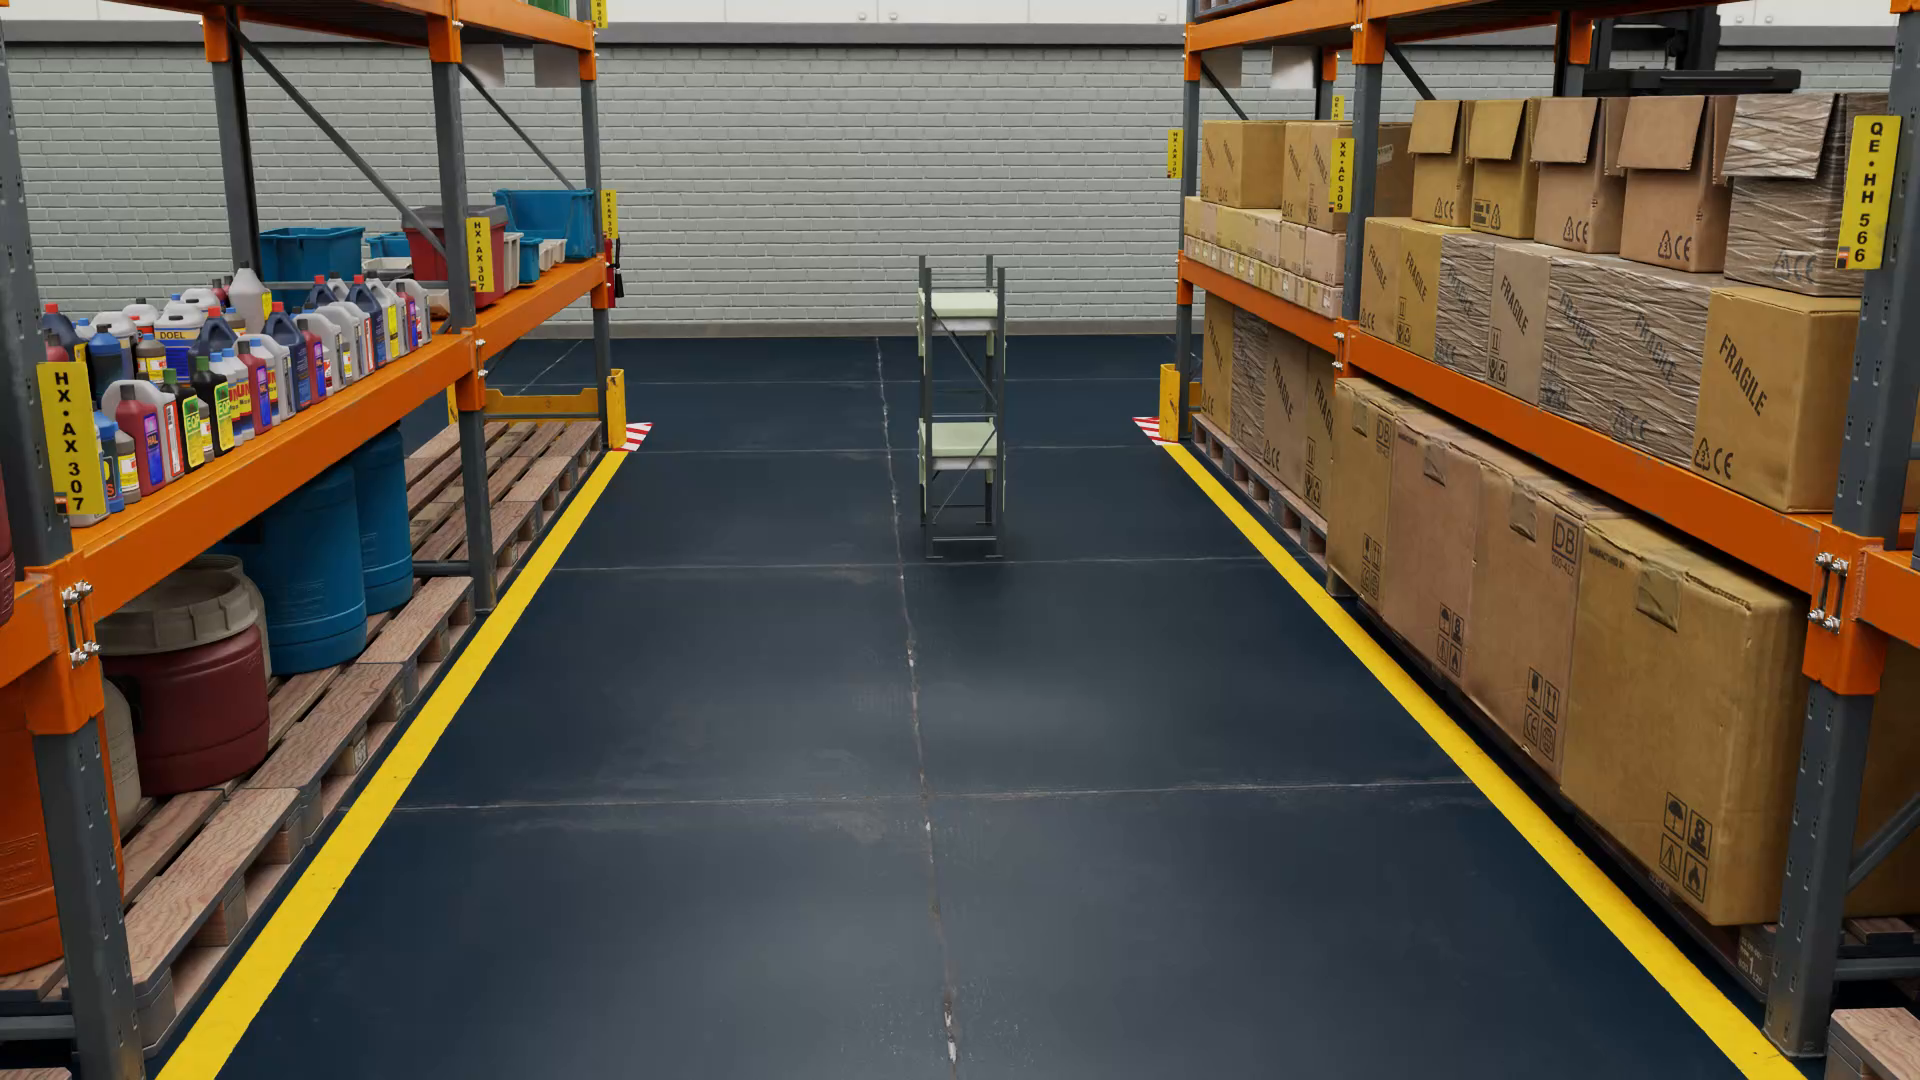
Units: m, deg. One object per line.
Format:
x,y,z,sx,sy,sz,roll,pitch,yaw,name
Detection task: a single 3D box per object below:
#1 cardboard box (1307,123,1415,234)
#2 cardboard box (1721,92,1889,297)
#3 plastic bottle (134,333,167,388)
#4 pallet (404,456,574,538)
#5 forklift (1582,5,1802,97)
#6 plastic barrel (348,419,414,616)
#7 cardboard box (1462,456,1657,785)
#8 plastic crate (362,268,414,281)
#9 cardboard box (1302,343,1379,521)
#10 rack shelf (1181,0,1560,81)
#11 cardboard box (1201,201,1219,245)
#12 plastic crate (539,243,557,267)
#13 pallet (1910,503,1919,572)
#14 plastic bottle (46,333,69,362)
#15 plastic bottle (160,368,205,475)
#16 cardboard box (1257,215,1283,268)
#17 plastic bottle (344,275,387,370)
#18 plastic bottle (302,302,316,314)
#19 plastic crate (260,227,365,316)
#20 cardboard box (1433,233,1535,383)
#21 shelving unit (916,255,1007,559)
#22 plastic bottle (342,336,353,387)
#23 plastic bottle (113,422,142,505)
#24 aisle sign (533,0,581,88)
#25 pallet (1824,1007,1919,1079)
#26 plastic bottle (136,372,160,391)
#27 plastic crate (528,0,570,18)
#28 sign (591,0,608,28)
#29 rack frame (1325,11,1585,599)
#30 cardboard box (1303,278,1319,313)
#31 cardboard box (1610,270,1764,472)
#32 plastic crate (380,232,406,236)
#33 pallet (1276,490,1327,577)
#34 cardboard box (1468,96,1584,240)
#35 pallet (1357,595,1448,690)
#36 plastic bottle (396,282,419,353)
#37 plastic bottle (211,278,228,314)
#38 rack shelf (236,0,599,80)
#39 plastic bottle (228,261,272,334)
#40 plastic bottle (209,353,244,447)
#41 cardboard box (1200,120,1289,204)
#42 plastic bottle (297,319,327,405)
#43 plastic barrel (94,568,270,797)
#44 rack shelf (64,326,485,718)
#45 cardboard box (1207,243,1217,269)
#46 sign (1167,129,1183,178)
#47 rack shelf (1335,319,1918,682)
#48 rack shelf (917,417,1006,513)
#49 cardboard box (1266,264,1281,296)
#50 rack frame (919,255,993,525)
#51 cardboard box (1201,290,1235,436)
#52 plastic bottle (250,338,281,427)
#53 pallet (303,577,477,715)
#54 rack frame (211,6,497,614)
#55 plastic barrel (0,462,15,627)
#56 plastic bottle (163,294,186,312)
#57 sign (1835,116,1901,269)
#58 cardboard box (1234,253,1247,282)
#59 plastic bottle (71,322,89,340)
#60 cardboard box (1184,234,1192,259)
1.978,-1.740,7.967,0.500,0.500,0.500,0,14,-2,cardboard box
2.492,-0.916,4.355,0.797,0.503,0.637,0,14,-2,cardboard box
-2.827,-0.620,5.814,0.097,0.201,0.097,0,14,0,plastic bottle
-2.833,-0.254,9.591,1.003,0.211,1.213,-1,14,-3,pallet
4.467,-1.913,10.579,1.130,2.935,3.031,-1,14,-5,forklift
-2.653,-0.170,7.036,0.600,0.901,0.708,-1,14,-3,plastic barrel
2.452,0.232,5.527,1.225,0.875,0.875,-1,14,-3,cardboard box
-3.008,-1.288,8.446,0.437,0.125,0.590,-1,14,-3,plastic crate
2.312,-0.535,8.506,0.875,0.875,0.875,-1,14,-3,cardboard box
2.149,-2.797,9.300,1.077,0.370,4.000,-1,14,-3,rack shelf
1.824,-2.008,10.516,0.500,0.250,0.500,-1,14,-4,cardboard box
-2.683,-1.742,10.187,0.396,0.136,0.243,-1,14,-3,plastic crate
2.672,0.068,3.126,1.213,0.211,1.003,-1,14,-3,pallet
-2.812,-0.494,5.159,0.061,0.283,0.133,-1,14,-3,plastic bottle
-2.118,-0.329,4.519,0.061,0.283,0.133,-1,14,-3,plastic bottle
1.918,-1.628,9.037,0.500,0.250,0.500,-1,14,-2,cardboard box
-2.275,-0.825,6.312,0.144,0.351,0.185,-1,14,-3,plastic bottle
-2.393,-0.740,6.142,0.097,0.271,0.097,0,14,0,plastic bottle
-3.040,-1.251,7.779,0.392,0.384,0.575,-1,14,-3,plastic crate
2.115,-0.876,6.209,0.500,0.500,0.500,-1,14,-5,cardboard box
0.000,-0.725,8.833,0.431,1.500,0.755,-1,14,-3,shelving unit
-2.226,-0.651,5.936,0.097,0.201,0.097,0,14,0,plastic bottle
-2.112,-0.193,4.157,0.097,0.201,0.097,0,14,0,plastic bottle
-2.630,-3.395,10.983,0.394,0.787,0.004,-1,14,-3,aisle sign
2.568,1.345,3.376,1.003,0.211,1.213,-1,14,-3,pallet
-2.196,-0.317,4.498,0.097,0.271,0.097,0,14,0,plastic bottle
-2.572,-3.222,9.936,0.450,0.188,0.336,-1,14,-3,plastic crate
-2.370,-3.528,10.908,0.100,0.325,0.005,-1,14,-3,sign
2.273,-1.195,7.651,1.000,3.000,0.127,-1,14,-3,rack frame
1.911,-1.208,8.206,0.380,0.149,0.250,-1,14,-2,cardboard box
2.218,-0.491,4.716,0.500,0.500,0.500,-1,14,-4,cardboard box
-3.150,-1.667,9.702,0.416,0.233,0.300,-1,14,-3,plastic crate
2.304,-0.035,8.738,1.003,0.211,1.213,-1,14,-3,pallet
2.352,-1.400,6.232,0.797,0.503,0.637,-1,14,-3,cardboard box
2.396,0.346,7.257,1.003,0.211,1.213,-1,14,-3,pallet
-2.263,-0.912,6.786,0.061,0.283,0.133,-1,14,-3,plastic bottle
-3.065,-0.931,6.859,0.061,0.283,0.133,-1,14,-3,plastic bottle
-2.794,-2.720,9.003,1.077,0.370,4.000,-1,14,-3,rack shelf
-2.969,-0.992,6.961,0.144,0.351,0.185,-1,14,-3,plastic bottle
-2.158,-0.409,4.854,0.097,0.271,0.097,0,14,0,plastic bottle
1.817,-2.376,10.442,0.500,0.500,0.500,-1,14,-5,cardboard box
-2.187,-0.605,5.591,0.061,0.283,0.133,-1,14,-3,plastic bottle
-2.540,0.439,5.299,0.600,0.588,0.708,-1,14,-3,plastic barrel
-2.546,-0.273,5.510,1.077,0.370,4.000,-1,14,-3,rack shelf
1.769,-1.782,10.438,0.380,0.149,0.250,-1,14,-4,cardboard box
1.471,-2.640,11.372,0.100,0.325,0.005,-1,14,-3,sign
2.397,-0.349,5.807,1.077,0.370,4.000,-1,14,-3,rack shelf
0.000,-0.409,8.914,0.431,0.370,0.720,-1,14,-3,rack shelf
1.863,-1.400,8.952,0.380,0.149,0.250,-1,14,-2,cardboard box
-0.022,-0.816,9.187,0.400,1.500,0.023,-1,14,-3,rack frame
2.145,-1.206,11.116,0.875,0.875,0.875,-1,14,-3,cardboard box
-2.178,-0.490,5.171,0.097,0.271,0.097,0,14,0,plastic bottle
-2.664,0.425,6.953,1.003,0.211,1.213,-1,14,-3,pallet
-2.670,-1.118,7.353,1.000,3.000,0.127,-1,14,-3,rack frame
-2.091,-0.079,3.040,0.600,0.536,0.708,-1,14,-3,plastic barrel
-3.019,-0.815,6.432,0.097,0.271,0.097,0,14,0,plastic bottle
1.967,-0.751,3.603,0.100,0.325,0.005,-1,14,-3,sign
1.815,-1.592,9.699,0.380,0.149,0.250,-1,14,-5,cardboard box
-2.964,-0.594,5.572,0.097,0.271,0.097,0,14,0,plastic bottle
1.718,-1.975,11.185,0.380,0.149,0.250,-1,14,-3,cardboard box
